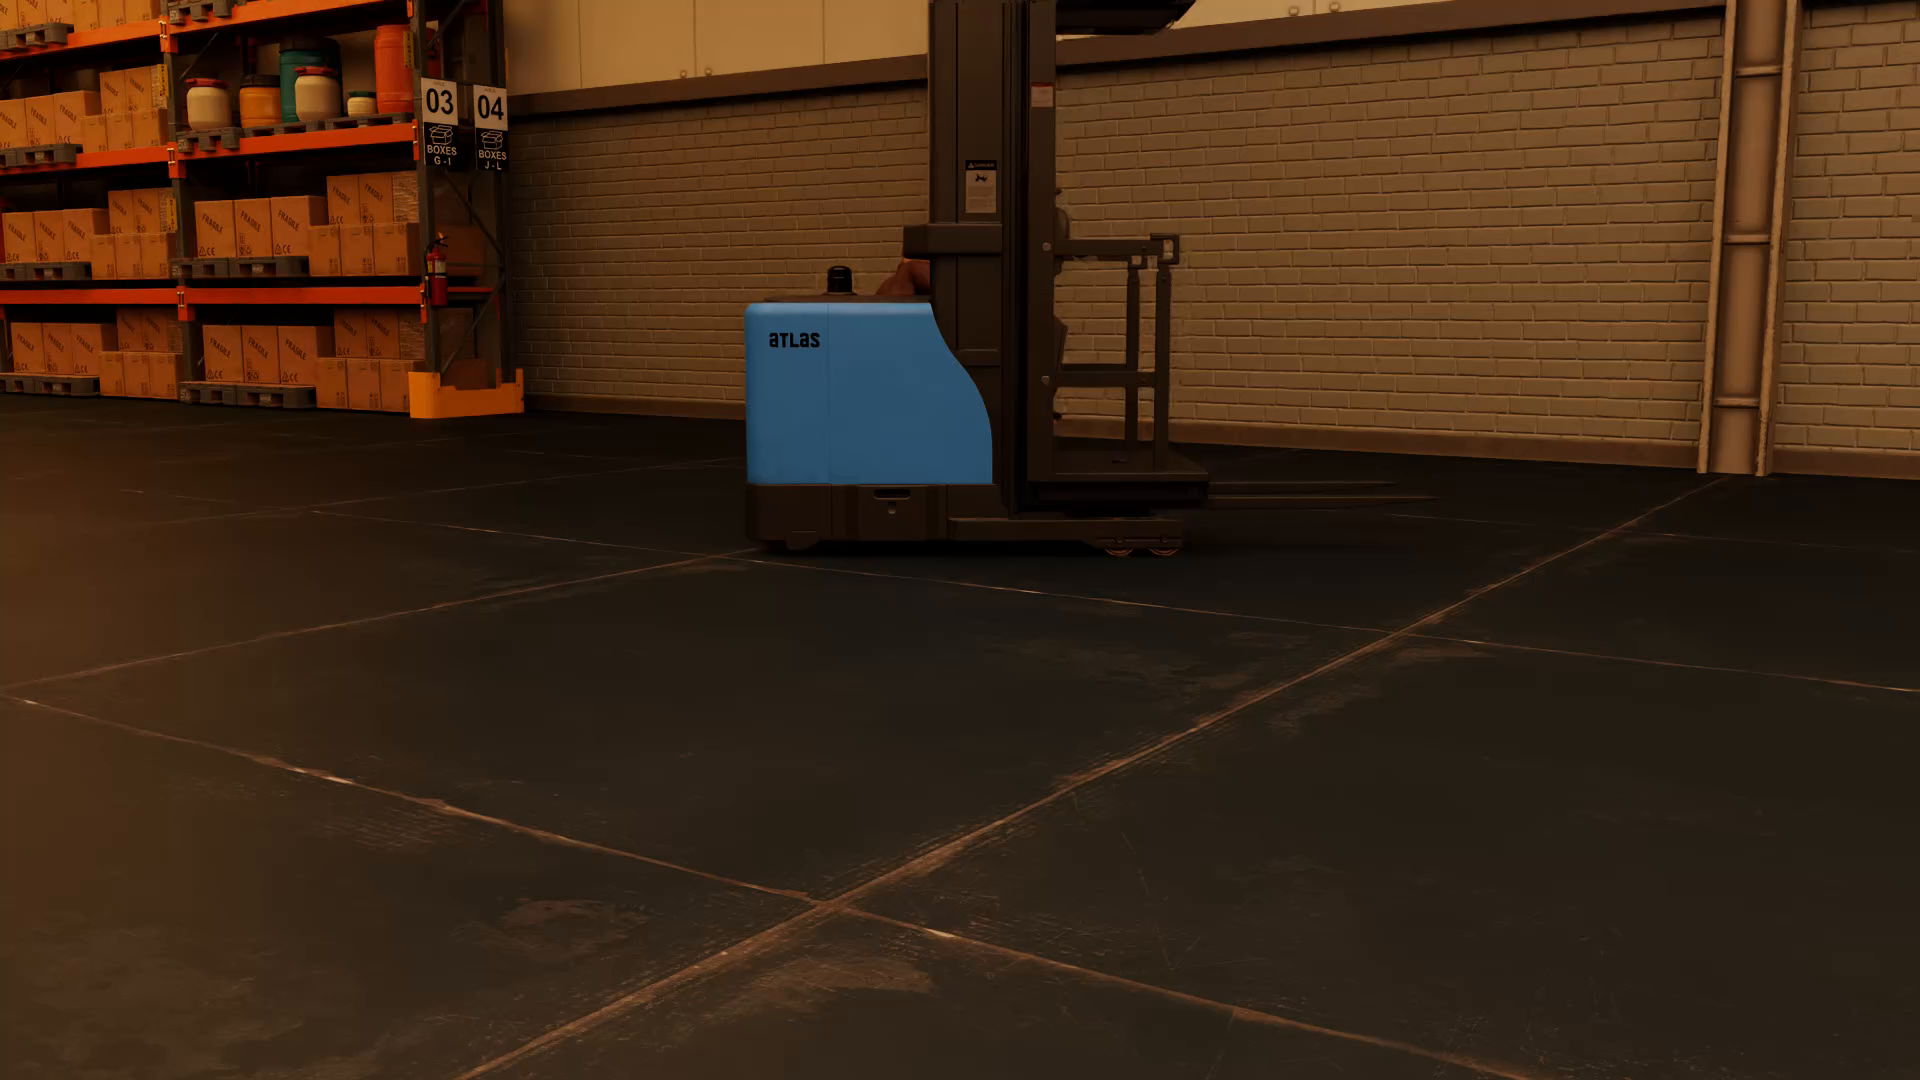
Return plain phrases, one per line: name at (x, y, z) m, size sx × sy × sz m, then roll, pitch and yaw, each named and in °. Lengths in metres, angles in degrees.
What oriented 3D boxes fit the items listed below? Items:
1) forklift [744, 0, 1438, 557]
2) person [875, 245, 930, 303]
forklift at (0.578, -1.455, 7.424) m, size 3.031 × 2.935 × 1.130 m, roll 0°, pitch 8°, yaw -1°
person at (-0.206, -1.058, 9.947) m, size 0.879 × 1.542 × 0.861 m, roll 8°, pitch 11°, yaw 44°
